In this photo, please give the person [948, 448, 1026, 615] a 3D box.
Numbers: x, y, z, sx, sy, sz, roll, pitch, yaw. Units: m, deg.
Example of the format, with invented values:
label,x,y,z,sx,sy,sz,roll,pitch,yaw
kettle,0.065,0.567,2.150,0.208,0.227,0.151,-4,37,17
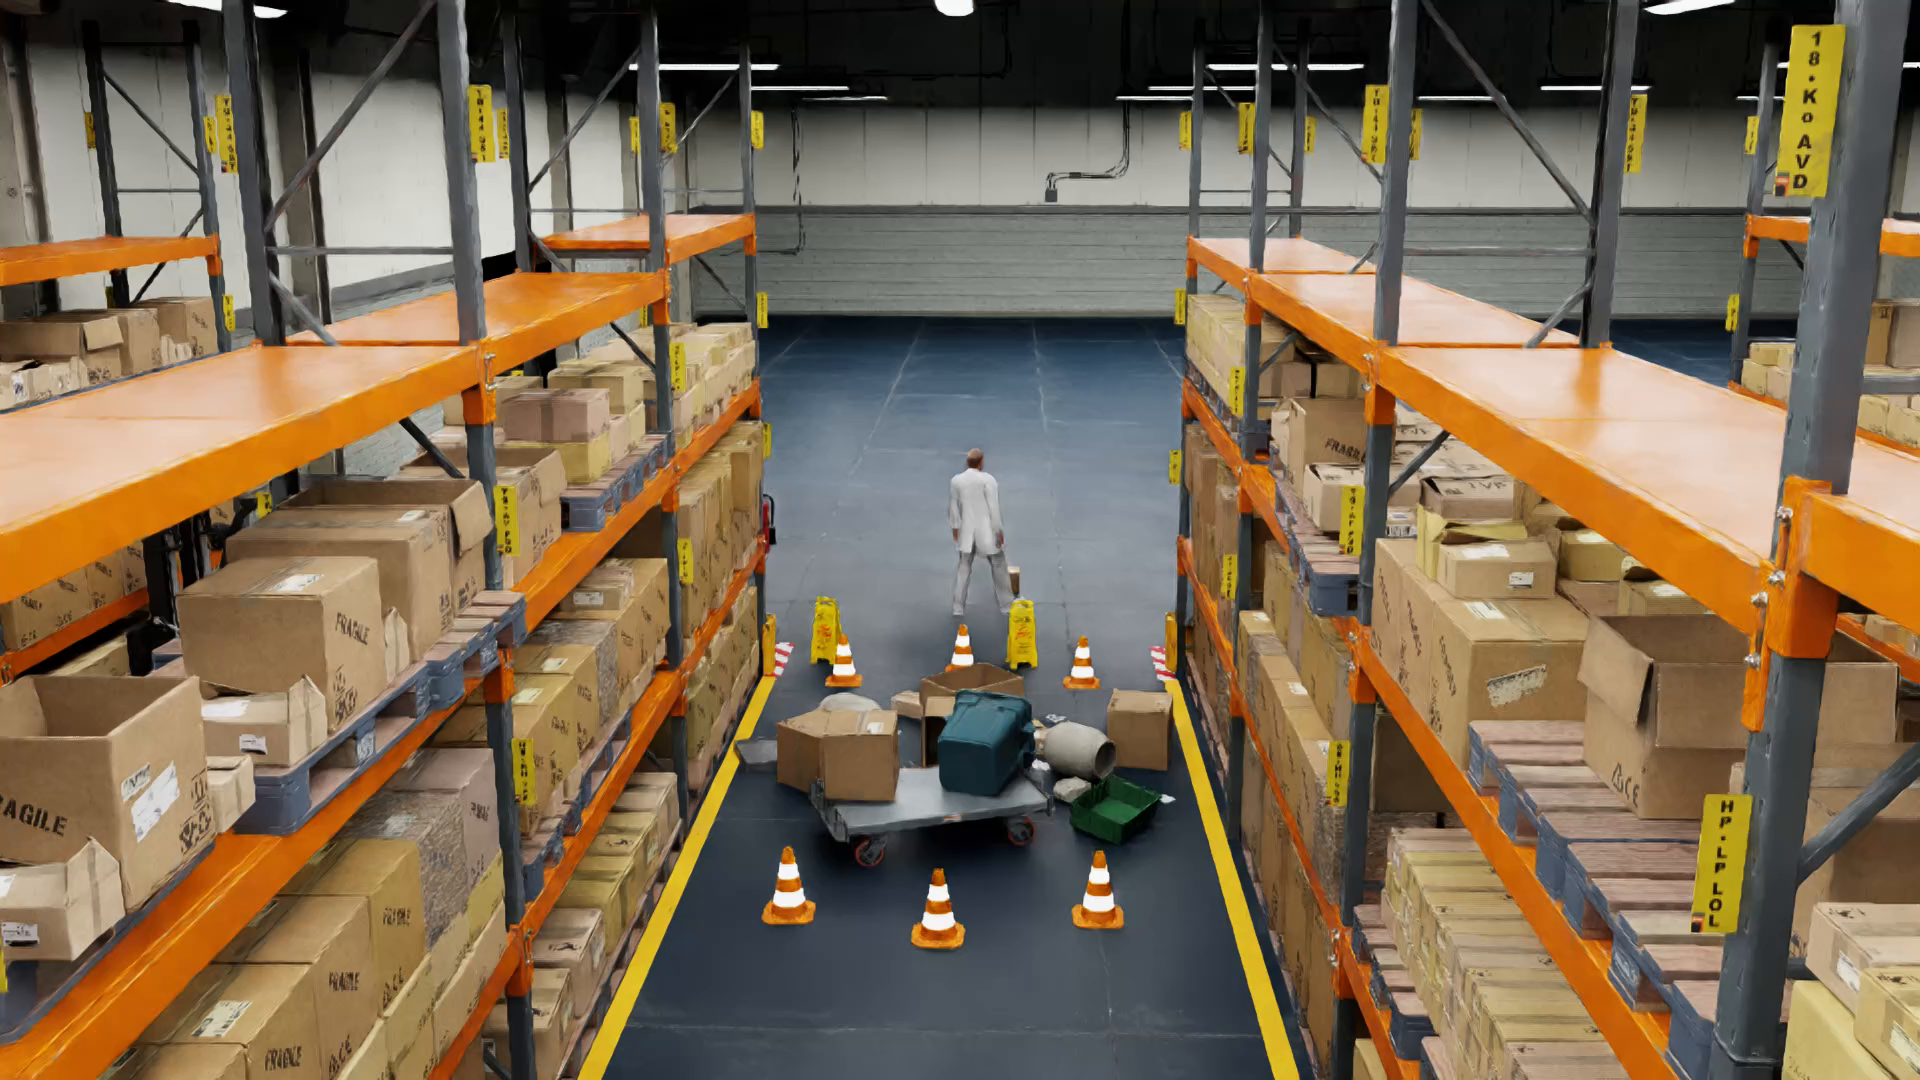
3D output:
label,x,y,z,sx,sy,sz,roll,pitch,yaw
person,0.243,-0.101,17.720,0.755,1.767,0.674,7,15,28
